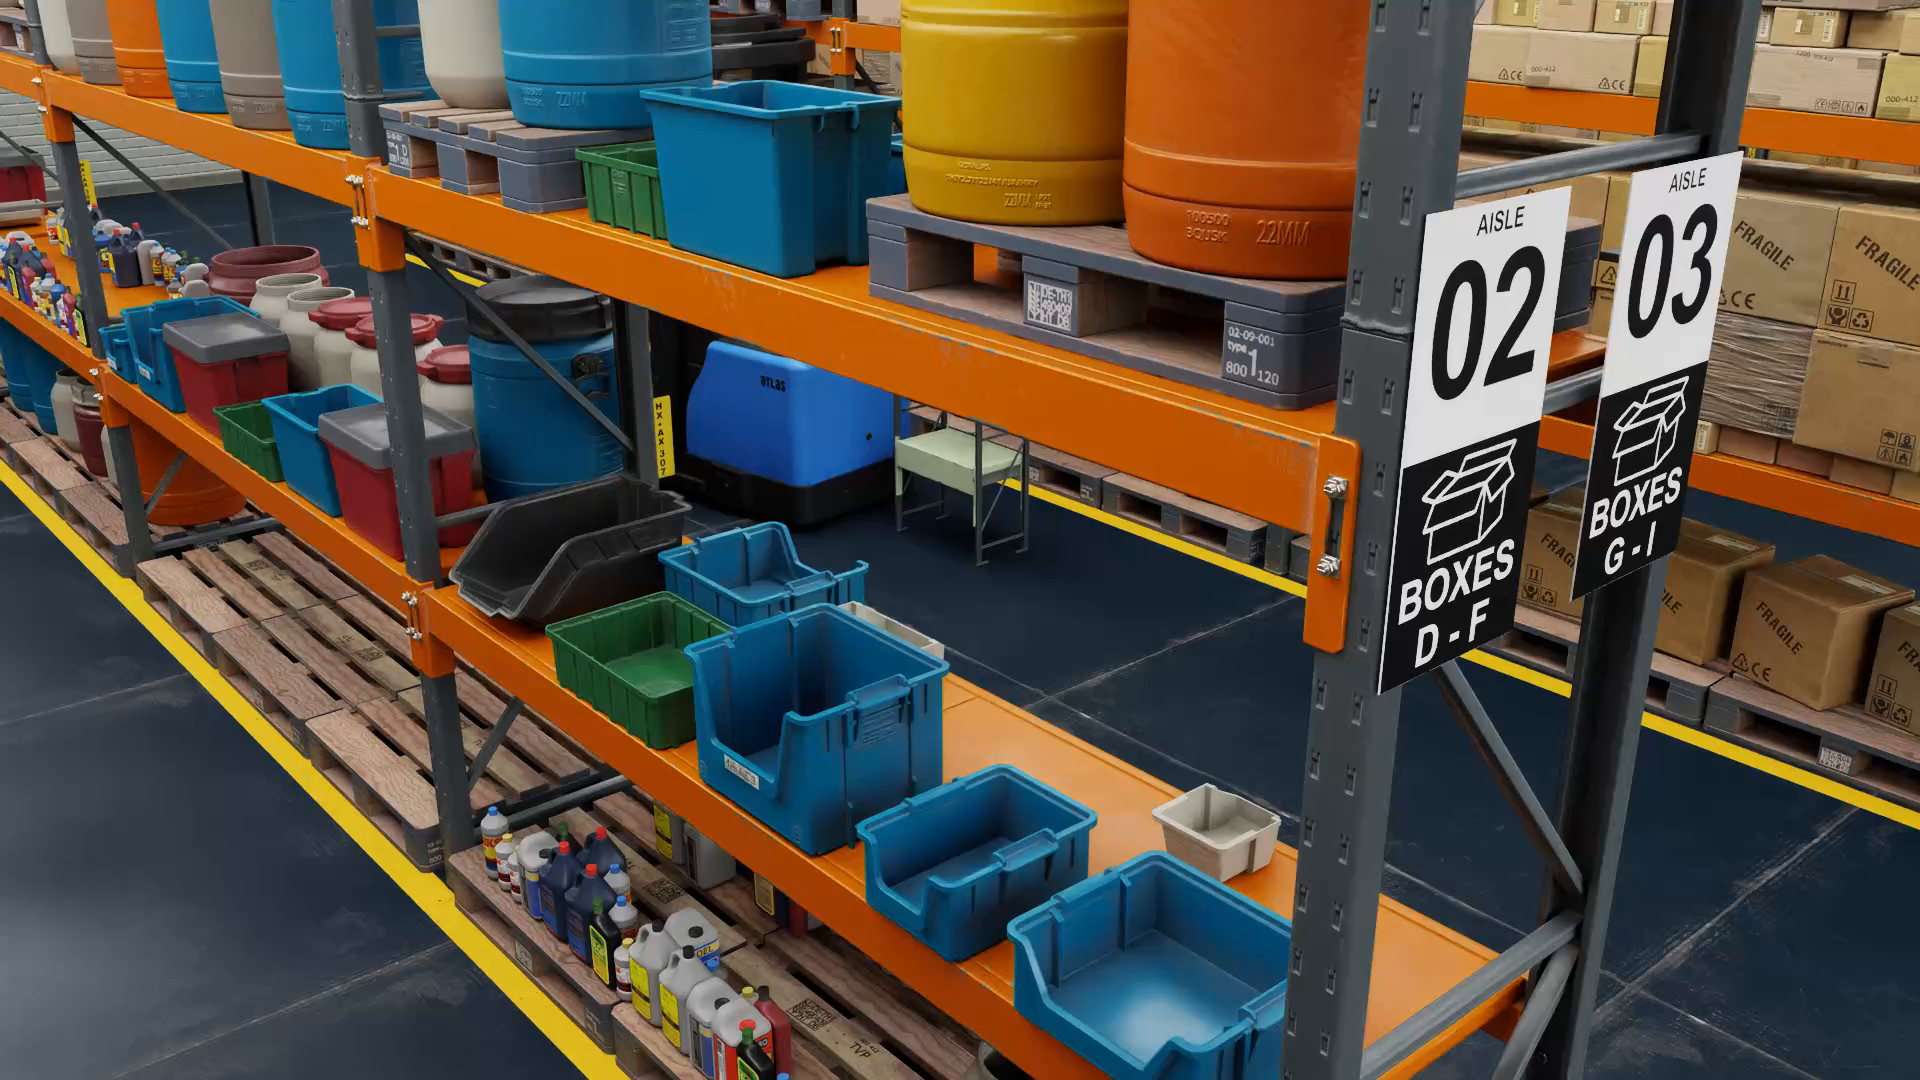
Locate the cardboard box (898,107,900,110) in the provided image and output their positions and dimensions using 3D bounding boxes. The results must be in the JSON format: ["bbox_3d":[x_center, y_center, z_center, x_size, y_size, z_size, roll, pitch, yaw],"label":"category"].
[{"bbox_3d":[-0.680,-5.007,19.000,0.380,0.149,0.250,-17,27,-36],"label":"cardboard box"}]

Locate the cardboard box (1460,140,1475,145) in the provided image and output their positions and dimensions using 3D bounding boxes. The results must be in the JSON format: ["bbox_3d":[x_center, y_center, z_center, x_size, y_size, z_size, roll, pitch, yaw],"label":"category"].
[{"bbox_3d":[2.259,-1.789,8.523,0.500,0.500,0.500,-17,27,-37],"label":"cardboard box"}]

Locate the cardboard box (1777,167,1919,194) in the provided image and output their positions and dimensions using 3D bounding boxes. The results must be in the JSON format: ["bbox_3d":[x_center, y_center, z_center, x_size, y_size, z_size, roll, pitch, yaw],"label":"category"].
[{"bbox_3d":[3.967,-1.363,7.435,0.500,0.500,0.500,-17,27,-37],"label":"cardboard box"}]

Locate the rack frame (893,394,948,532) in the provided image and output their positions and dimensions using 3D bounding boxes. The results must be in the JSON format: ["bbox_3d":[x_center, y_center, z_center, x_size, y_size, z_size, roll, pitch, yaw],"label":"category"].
[{"bbox_3d":[-0.235,-0.798,9.964,0.400,1.500,0.023,-17,27,-37],"label":"rack frame"}]

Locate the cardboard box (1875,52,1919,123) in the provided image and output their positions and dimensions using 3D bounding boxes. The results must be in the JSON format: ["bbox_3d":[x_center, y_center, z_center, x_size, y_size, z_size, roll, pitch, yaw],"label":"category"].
[{"bbox_3d":[3.933,-1.755,6.444,0.500,0.250,0.500,-17,27,-37],"label":"cardboard box"}]

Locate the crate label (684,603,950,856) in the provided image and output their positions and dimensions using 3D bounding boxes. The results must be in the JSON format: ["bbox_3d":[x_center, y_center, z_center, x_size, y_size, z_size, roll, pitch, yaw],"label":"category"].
[{"bbox_3d":[-0.390,0.500,4.545,0.502,0.435,0.616,-17,27,-37],"label":"crate label"}]

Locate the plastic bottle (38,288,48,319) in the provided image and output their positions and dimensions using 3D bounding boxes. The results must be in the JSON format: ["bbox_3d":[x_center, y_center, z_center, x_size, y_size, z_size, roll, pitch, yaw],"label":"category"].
[{"bbox_3d":[-5.323,-1.401,9.722,0.097,0.201,0.097,0,21,0],"label":"plastic bottle"}]

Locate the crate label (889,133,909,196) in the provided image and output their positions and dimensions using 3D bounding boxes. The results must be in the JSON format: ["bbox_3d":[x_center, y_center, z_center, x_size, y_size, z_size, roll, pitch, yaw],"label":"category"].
[{"bbox_3d":[0.045,-0.962,4.419,0.502,0.251,0.408,-17,27,-37],"label":"crate label"}]

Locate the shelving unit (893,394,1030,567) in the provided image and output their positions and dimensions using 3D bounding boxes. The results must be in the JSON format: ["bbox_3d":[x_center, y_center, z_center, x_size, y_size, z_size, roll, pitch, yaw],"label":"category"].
[{"bbox_3d":[0.004,-0.697,9.706,0.431,1.500,0.755,-17,27,-37],"label":"shelving unit"}]

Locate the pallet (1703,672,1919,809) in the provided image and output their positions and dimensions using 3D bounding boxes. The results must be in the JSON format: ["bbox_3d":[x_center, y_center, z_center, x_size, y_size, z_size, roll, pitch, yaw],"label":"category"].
[{"bbox_3d":[4.215,0.826,7.585,1.003,0.211,1.213,-17,27,-37],"label":"pallet"}]

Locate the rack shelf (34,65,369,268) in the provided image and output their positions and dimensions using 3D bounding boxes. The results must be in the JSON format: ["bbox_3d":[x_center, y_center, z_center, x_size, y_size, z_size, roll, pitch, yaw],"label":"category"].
[{"bbox_3d":[-2.900,-1.758,7.234,1.077,0.370,4.000,-17,27,-37],"label":"rack shelf"}]

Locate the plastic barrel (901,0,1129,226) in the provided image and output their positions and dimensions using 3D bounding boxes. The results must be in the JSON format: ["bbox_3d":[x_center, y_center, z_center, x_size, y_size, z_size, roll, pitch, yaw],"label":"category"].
[{"bbox_3d":[0.176,-1.004,3.486,0.600,0.588,0.600,0,21,0],"label":"plastic barrel"}]

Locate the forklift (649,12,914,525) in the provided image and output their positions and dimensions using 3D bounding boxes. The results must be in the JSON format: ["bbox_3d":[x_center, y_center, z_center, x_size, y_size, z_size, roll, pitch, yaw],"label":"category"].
[{"bbox_3d":[-1.738,-1.881,10.768,3.031,2.935,1.130,18,27,38],"label":"forklift"}]

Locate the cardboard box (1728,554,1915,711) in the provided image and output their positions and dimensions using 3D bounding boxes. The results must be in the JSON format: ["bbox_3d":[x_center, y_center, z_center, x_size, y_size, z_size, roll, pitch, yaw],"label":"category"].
[{"bbox_3d":[3.957,0.417,7.659,0.500,0.500,0.500,-10,23,-24],"label":"cardboard box"}]

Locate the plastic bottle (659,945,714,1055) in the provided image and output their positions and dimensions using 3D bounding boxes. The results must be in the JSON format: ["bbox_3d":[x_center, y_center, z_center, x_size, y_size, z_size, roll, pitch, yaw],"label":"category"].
[{"bbox_3d":[-0.860,1.427,5.256,0.144,0.351,0.185,-16,27,-35],"label":"plastic bottle"}]

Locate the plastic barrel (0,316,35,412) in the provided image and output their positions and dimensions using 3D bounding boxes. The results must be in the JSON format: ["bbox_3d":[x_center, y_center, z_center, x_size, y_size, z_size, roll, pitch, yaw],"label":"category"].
[{"bbox_3d":[-6.475,-1.419,11.794,0.600,0.901,0.708,-17,27,-37],"label":"plastic barrel"}]

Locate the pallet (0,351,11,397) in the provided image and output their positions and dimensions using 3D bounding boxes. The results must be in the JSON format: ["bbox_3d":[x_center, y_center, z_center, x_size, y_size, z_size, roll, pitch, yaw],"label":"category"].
[{"bbox_3d":[-7.326,-1.250,12.886,1.003,0.211,1.213,-17,27,-37],"label":"pallet"}]

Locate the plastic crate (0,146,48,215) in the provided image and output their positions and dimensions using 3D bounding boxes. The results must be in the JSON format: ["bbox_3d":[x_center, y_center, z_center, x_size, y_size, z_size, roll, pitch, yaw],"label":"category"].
[{"bbox_3d":[-7.210,-2.719,12.642,0.402,0.464,0.583,-17,27,-37],"label":"plastic crate"}]

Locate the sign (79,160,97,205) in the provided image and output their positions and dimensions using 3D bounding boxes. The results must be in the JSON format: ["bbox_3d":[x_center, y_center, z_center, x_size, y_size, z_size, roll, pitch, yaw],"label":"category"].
[{"bbox_3d":[-6.399,-2.614,12.165,0.100,0.325,0.005,-17,27,-37],"label":"sign"}]

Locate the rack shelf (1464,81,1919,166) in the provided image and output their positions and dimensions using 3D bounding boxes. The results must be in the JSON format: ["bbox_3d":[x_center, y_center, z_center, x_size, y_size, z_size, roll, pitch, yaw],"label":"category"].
[{"bbox_3d":[3.463,-1.832,7.423,1.077,0.370,4.000,-17,27,-37],"label":"rack shelf"}]

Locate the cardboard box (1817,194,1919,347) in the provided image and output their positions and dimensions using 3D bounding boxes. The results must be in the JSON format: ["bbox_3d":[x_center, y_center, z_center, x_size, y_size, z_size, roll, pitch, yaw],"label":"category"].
[{"bbox_3d":[3.891,-1.099,6.760,0.500,0.500,0.500,-17,27,-37],"label":"cardboard box"}]

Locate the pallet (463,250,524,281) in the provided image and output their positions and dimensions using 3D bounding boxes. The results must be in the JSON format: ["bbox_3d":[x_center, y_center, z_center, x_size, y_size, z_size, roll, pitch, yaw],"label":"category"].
[{"bbox_3d":[-4.302,-2.801,16.846,1.003,0.211,1.213,-17,27,-37],"label":"pallet"}]

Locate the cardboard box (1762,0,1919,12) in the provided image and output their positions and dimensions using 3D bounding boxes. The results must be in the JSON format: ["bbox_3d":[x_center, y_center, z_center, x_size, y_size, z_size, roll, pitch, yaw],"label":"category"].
[{"bbox_3d":[3.565,-2.401,6.657,0.500,0.500,0.500,-17,27,-37],"label":"cardboard box"}]

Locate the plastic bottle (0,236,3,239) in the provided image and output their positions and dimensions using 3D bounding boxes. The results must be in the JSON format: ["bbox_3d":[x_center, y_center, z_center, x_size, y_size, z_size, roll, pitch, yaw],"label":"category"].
[{"bbox_3d":[-6.199,-1.822,10.694,0.152,0.276,0.135,-17,27,-37],"label":"plastic bottle"}]

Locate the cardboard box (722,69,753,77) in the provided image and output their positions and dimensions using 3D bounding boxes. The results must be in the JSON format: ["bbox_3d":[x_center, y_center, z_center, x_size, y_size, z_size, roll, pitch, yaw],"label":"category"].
[{"bbox_3d":[-1.785,-3.512,13.326,0.797,0.503,0.637,-16,27,-36],"label":"cardboard box"}]

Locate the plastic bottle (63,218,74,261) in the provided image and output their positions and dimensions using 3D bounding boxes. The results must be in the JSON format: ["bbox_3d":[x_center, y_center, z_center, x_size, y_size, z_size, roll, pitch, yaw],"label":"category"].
[{"bbox_3d":[-5.958,-2.070,11.224,0.144,0.351,0.185,-17,27,-37],"label":"plastic bottle"}]

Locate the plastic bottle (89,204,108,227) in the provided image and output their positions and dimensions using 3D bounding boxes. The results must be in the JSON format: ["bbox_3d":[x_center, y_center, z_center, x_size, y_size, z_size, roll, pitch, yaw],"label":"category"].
[{"bbox_3d":[-5.848,-2.104,11.311,0.144,0.351,0.185,-17,27,-37],"label":"plastic bottle"}]

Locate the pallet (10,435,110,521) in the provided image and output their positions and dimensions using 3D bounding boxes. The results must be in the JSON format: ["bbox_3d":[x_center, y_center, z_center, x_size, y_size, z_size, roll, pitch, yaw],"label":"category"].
[{"bbox_3d":[-5.544,-0.496,10.960,1.003,0.211,1.213,-17,27,-37],"label":"pallet"}]

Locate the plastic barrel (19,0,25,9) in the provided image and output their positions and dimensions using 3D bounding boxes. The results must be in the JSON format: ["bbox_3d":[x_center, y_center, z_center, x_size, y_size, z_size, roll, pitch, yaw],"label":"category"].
[{"bbox_3d":[-5.017,-3.038,9.130,0.301,0.262,0.301,0,21,0],"label":"plastic barrel"}]

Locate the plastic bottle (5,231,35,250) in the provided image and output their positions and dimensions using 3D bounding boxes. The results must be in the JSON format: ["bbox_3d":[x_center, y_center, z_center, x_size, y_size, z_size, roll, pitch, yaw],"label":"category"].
[{"bbox_3d":[-6.084,-1.858,10.786,0.152,0.276,0.135,-17,27,-37],"label":"plastic bottle"}]

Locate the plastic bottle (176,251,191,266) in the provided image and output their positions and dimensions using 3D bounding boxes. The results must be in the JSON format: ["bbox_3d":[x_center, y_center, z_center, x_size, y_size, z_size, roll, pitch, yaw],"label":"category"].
[{"bbox_3d":[-4.749,-1.631,10.195,0.061,0.283,0.133,-17,27,-37],"label":"plastic bottle"}]

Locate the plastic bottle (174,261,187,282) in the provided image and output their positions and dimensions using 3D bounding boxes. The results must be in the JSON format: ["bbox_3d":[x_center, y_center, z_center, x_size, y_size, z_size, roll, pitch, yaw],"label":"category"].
[{"bbox_3d":[-4.646,-1.538,9.974,0.097,0.271,0.097,0,21,0],"label":"plastic bottle"}]

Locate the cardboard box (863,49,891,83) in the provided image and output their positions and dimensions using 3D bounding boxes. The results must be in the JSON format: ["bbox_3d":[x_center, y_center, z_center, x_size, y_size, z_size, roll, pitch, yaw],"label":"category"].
[{"bbox_3d":[-0.752,-5.367,19.029,0.500,0.500,0.500,-18,28,-39],"label":"cardboard box"}]

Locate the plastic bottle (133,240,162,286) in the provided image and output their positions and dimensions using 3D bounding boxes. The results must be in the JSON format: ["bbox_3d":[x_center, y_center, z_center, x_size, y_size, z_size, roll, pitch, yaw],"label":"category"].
[{"bbox_3d":[-5.149,-1.771,10.563,0.152,0.276,0.135,-17,27,-37],"label":"plastic bottle"}]

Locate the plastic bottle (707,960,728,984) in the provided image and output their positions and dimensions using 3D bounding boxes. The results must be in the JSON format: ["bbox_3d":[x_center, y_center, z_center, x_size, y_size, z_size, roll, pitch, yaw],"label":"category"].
[{"bbox_3d":[-0.797,1.456,5.388,0.097,0.201,0.097,0,21,0],"label":"plastic bottle"}]

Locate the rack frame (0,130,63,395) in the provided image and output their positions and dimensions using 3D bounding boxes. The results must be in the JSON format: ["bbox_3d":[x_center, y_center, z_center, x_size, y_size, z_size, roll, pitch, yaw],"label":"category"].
[{"bbox_3d":[-6.817,-2.354,11.882,1.000,3.000,0.127,-17,27,-37],"label":"rack frame"}]

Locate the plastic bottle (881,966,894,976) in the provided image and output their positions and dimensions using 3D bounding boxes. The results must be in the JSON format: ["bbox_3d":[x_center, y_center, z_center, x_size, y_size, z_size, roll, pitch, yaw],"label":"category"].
[{"bbox_3d":[-0.220,1.329,5.616,0.097,0.271,0.097,0,21,0],"label":"plastic bottle"}]

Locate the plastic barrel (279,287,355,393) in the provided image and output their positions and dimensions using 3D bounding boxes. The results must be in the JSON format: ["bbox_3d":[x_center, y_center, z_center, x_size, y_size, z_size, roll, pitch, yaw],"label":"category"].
[{"bbox_3d":[-3.098,-0.952,8.147,0.421,0.512,0.421,0,21,0],"label":"plastic barrel"}]

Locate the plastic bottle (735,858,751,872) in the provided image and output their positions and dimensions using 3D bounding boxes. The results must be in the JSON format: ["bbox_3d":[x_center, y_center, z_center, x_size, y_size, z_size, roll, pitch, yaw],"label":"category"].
[{"bbox_3d":[-0.831,1.047,6.227,0.144,0.351,0.185,-19,28,-40],"label":"plastic bottle"}]

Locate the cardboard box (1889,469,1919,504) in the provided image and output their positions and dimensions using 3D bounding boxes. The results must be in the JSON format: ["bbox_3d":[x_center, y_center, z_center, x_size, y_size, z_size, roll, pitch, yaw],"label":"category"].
[{"bbox_3d":[4.061,-0.257,6.871,0.380,0.149,0.250,-17,27,-37],"label":"cardboard box"}]

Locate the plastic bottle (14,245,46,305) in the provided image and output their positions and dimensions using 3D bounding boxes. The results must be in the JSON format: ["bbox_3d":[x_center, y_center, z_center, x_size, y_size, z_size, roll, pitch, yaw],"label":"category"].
[{"bbox_3d":[-5.611,-1.606,10.040,0.144,0.351,0.185,-17,27,-37],"label":"plastic bottle"}]

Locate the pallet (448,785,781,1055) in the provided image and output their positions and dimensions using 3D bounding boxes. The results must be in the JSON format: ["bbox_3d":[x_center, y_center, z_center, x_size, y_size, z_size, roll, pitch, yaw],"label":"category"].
[{"bbox_3d":[-1.188,1.350,6.249,1.003,0.211,1.213,-17,27,-37],"label":"pallet"}]

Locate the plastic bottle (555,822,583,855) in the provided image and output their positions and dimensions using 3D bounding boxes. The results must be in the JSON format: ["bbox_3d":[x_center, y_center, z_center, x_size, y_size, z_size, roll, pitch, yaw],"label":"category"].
[{"bbox_3d":[-1.407,1.165,6.017,0.061,0.283,0.133,-17,27,-37],"label":"plastic bottle"}]

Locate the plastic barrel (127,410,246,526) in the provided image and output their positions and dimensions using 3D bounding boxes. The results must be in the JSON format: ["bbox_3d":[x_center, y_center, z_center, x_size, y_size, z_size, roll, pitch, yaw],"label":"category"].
[{"bbox_3d":[-4.538,-0.565,9.715,0.600,0.830,0.708,-17,27,-37],"label":"plastic barrel"}]

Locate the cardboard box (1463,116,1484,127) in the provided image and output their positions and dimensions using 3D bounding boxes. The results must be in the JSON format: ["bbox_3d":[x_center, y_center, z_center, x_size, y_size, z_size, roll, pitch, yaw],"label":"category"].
[{"bbox_3d":[4.323,-3.686,13.775,0.700,0.500,0.500,-18,28,-38],"label":"cardboard box"}]

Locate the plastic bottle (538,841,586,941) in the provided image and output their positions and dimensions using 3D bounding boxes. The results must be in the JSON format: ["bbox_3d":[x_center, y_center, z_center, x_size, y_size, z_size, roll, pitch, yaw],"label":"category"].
[{"bbox_3d":[-1.382,1.206,5.820,0.144,0.351,0.185,-17,27,-36],"label":"plastic bottle"}]

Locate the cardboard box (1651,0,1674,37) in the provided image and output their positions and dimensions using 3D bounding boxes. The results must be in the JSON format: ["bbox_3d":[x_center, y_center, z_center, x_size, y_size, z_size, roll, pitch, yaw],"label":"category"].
[{"bbox_3d":[3.210,-2.258,7.183,0.380,0.149,0.250,-17,27,-36],"label":"cardboard box"}]

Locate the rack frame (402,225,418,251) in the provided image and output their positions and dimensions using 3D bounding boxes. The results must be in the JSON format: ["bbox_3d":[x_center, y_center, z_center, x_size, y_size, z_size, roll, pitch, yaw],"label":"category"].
[{"bbox_3d":[-5.676,-4.639,17.714,1.000,3.000,0.127,-17,27,-37],"label":"rack frame"}]

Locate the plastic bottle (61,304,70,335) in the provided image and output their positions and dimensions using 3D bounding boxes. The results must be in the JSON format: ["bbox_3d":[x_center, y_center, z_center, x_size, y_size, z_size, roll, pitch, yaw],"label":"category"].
[{"bbox_3d":[-5.005,-1.267,9.378,0.097,0.201,0.097,0,21,0],"label":"plastic bottle"}]

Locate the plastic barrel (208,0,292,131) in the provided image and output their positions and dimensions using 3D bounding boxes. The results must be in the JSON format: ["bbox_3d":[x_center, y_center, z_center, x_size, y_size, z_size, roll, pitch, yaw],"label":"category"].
[{"bbox_3d":[-2.518,-2.044,6.289,0.600,0.901,0.600,0,21,0],"label":"plastic barrel"}]

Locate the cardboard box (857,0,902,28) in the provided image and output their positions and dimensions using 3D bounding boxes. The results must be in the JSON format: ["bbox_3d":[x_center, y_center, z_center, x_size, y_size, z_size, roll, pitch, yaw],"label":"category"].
[{"bbox_3d":[-0.340,-3.565,11.065,0.500,0.250,0.500,-17,27,-37],"label":"cardboard box"}]

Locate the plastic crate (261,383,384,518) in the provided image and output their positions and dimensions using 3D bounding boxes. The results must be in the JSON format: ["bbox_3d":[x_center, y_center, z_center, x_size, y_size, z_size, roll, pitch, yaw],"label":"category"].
[{"bbox_3d":[-2.551,-0.367,6.831,0.392,0.384,0.575,-17,27,-37],"label":"plastic crate"}]

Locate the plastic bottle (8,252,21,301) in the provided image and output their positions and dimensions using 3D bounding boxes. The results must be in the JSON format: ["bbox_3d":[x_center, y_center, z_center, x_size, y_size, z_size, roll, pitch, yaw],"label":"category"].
[{"bbox_3d":[-5.747,-1.609,10.139,0.061,0.283,0.133,-17,27,-37],"label":"plastic bottle"}]
